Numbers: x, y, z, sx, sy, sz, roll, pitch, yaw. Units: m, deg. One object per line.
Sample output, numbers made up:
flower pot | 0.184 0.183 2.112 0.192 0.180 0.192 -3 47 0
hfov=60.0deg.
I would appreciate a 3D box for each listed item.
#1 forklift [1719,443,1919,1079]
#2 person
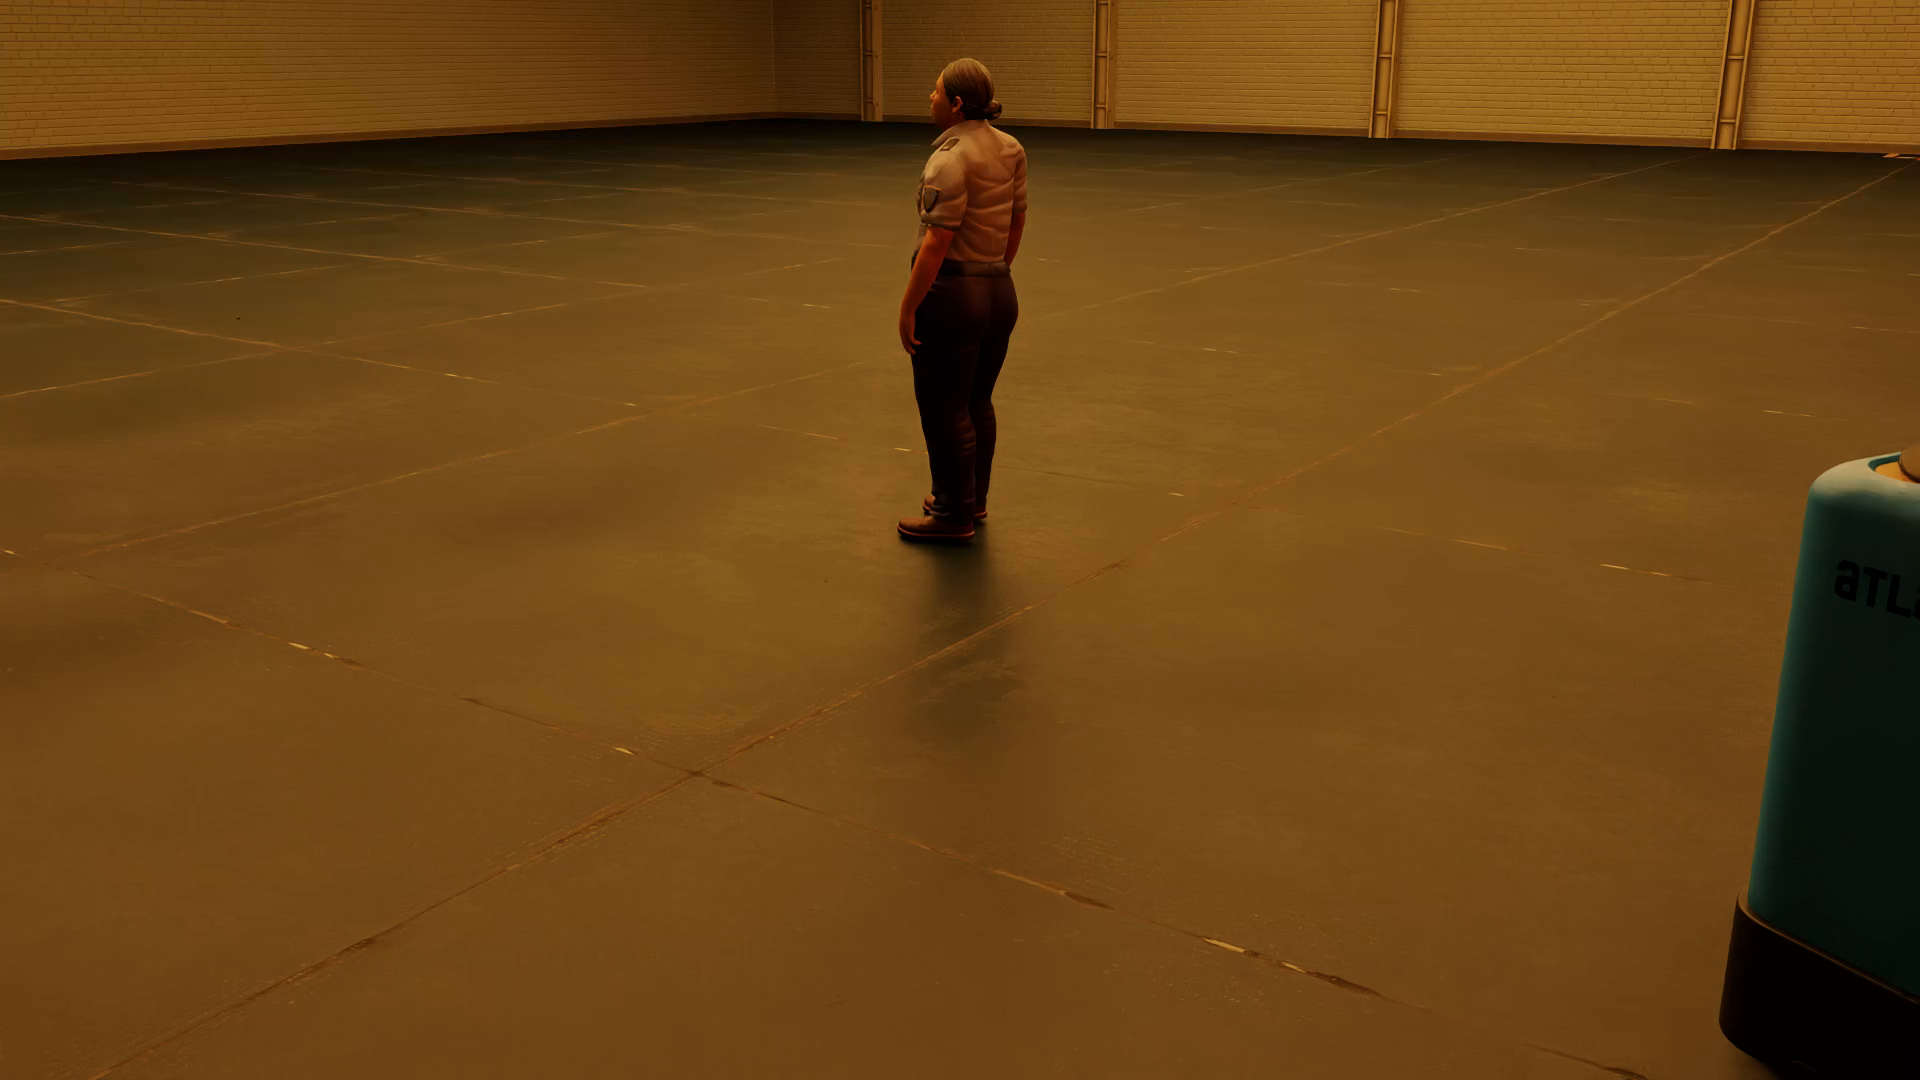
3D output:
forklift | 2.457 -0.188 1.460 1.130 2.935 3.031 -9 19 -27
person | -0.061 -0.816 5.778 0.502 1.651 0.598 11 20 33
